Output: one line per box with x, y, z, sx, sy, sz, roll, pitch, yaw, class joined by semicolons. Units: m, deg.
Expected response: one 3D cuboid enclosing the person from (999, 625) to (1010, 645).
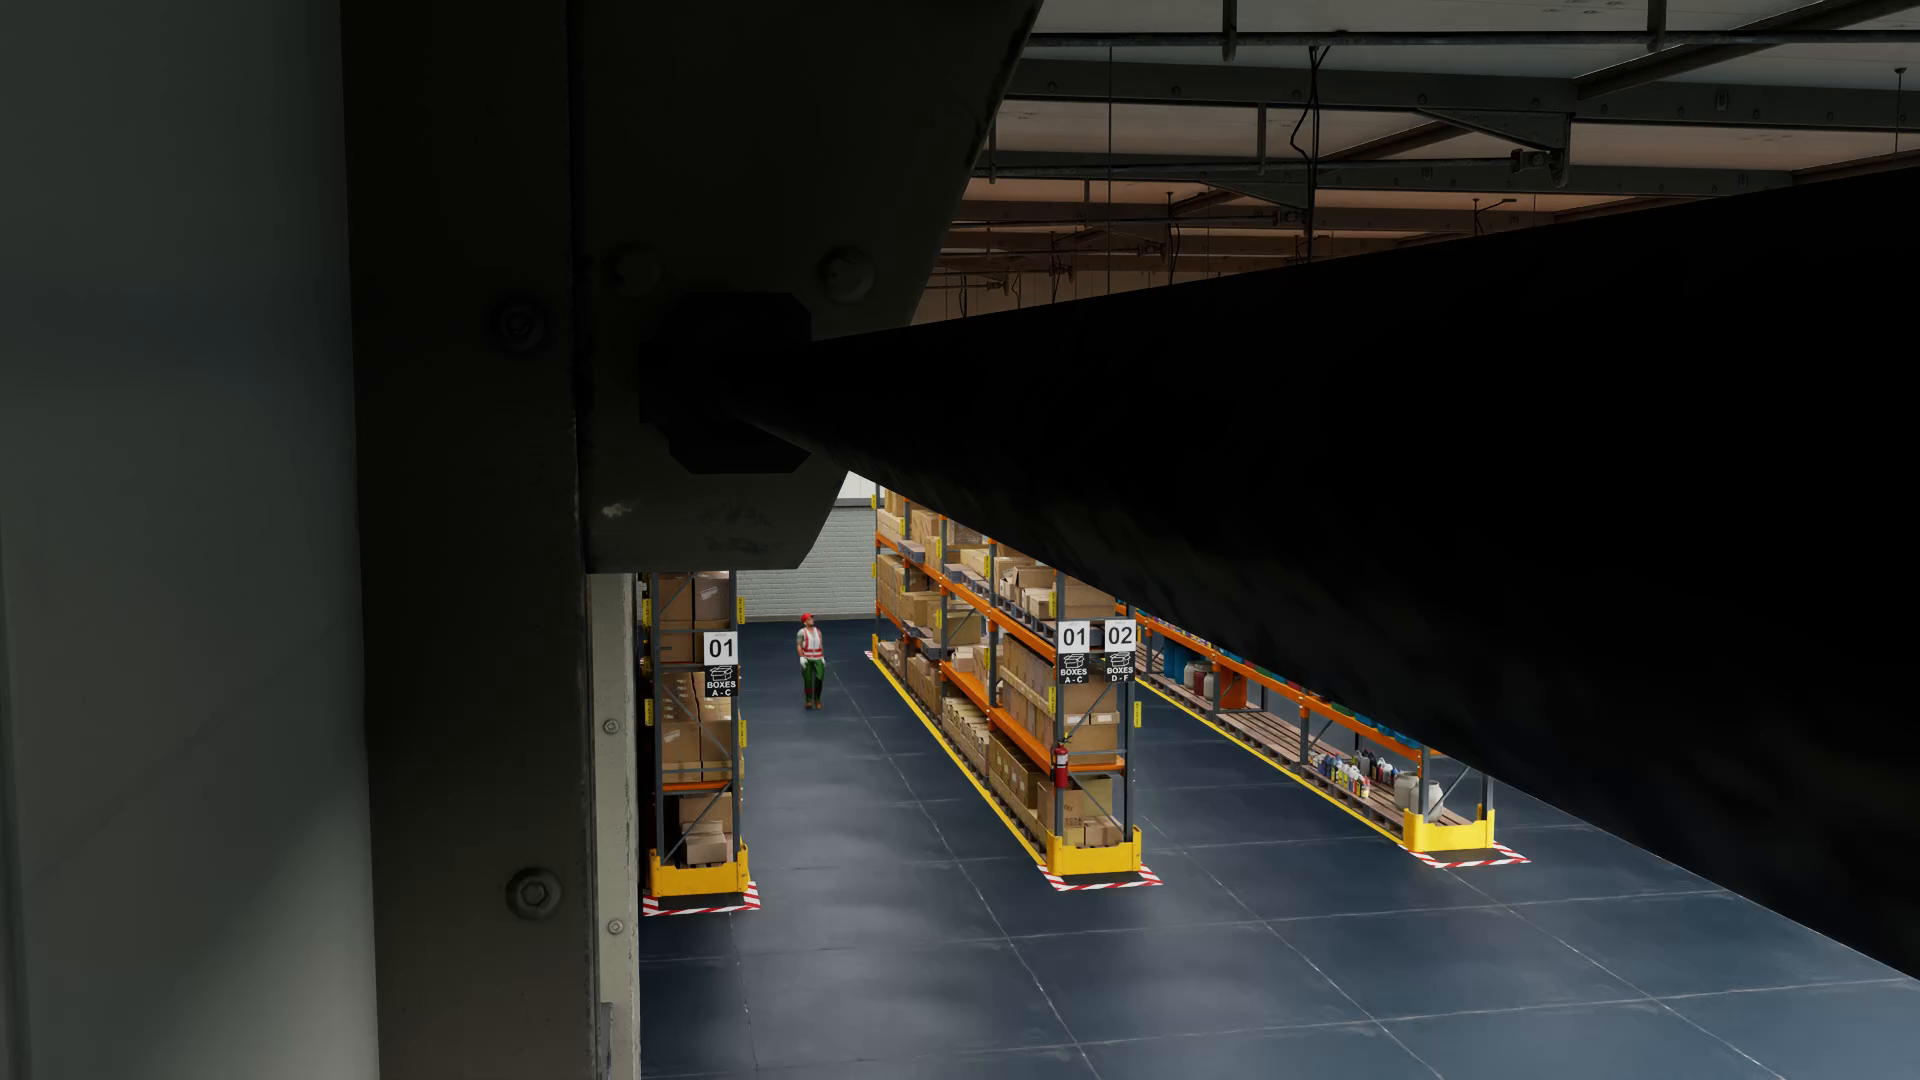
0.954;2.001;34.056;0.514;1.656;0.707;-1;6;-12;person

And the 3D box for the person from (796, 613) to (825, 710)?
-2.779;2.266;30.922;0.534;1.793;0.595;0;6;-2;person
